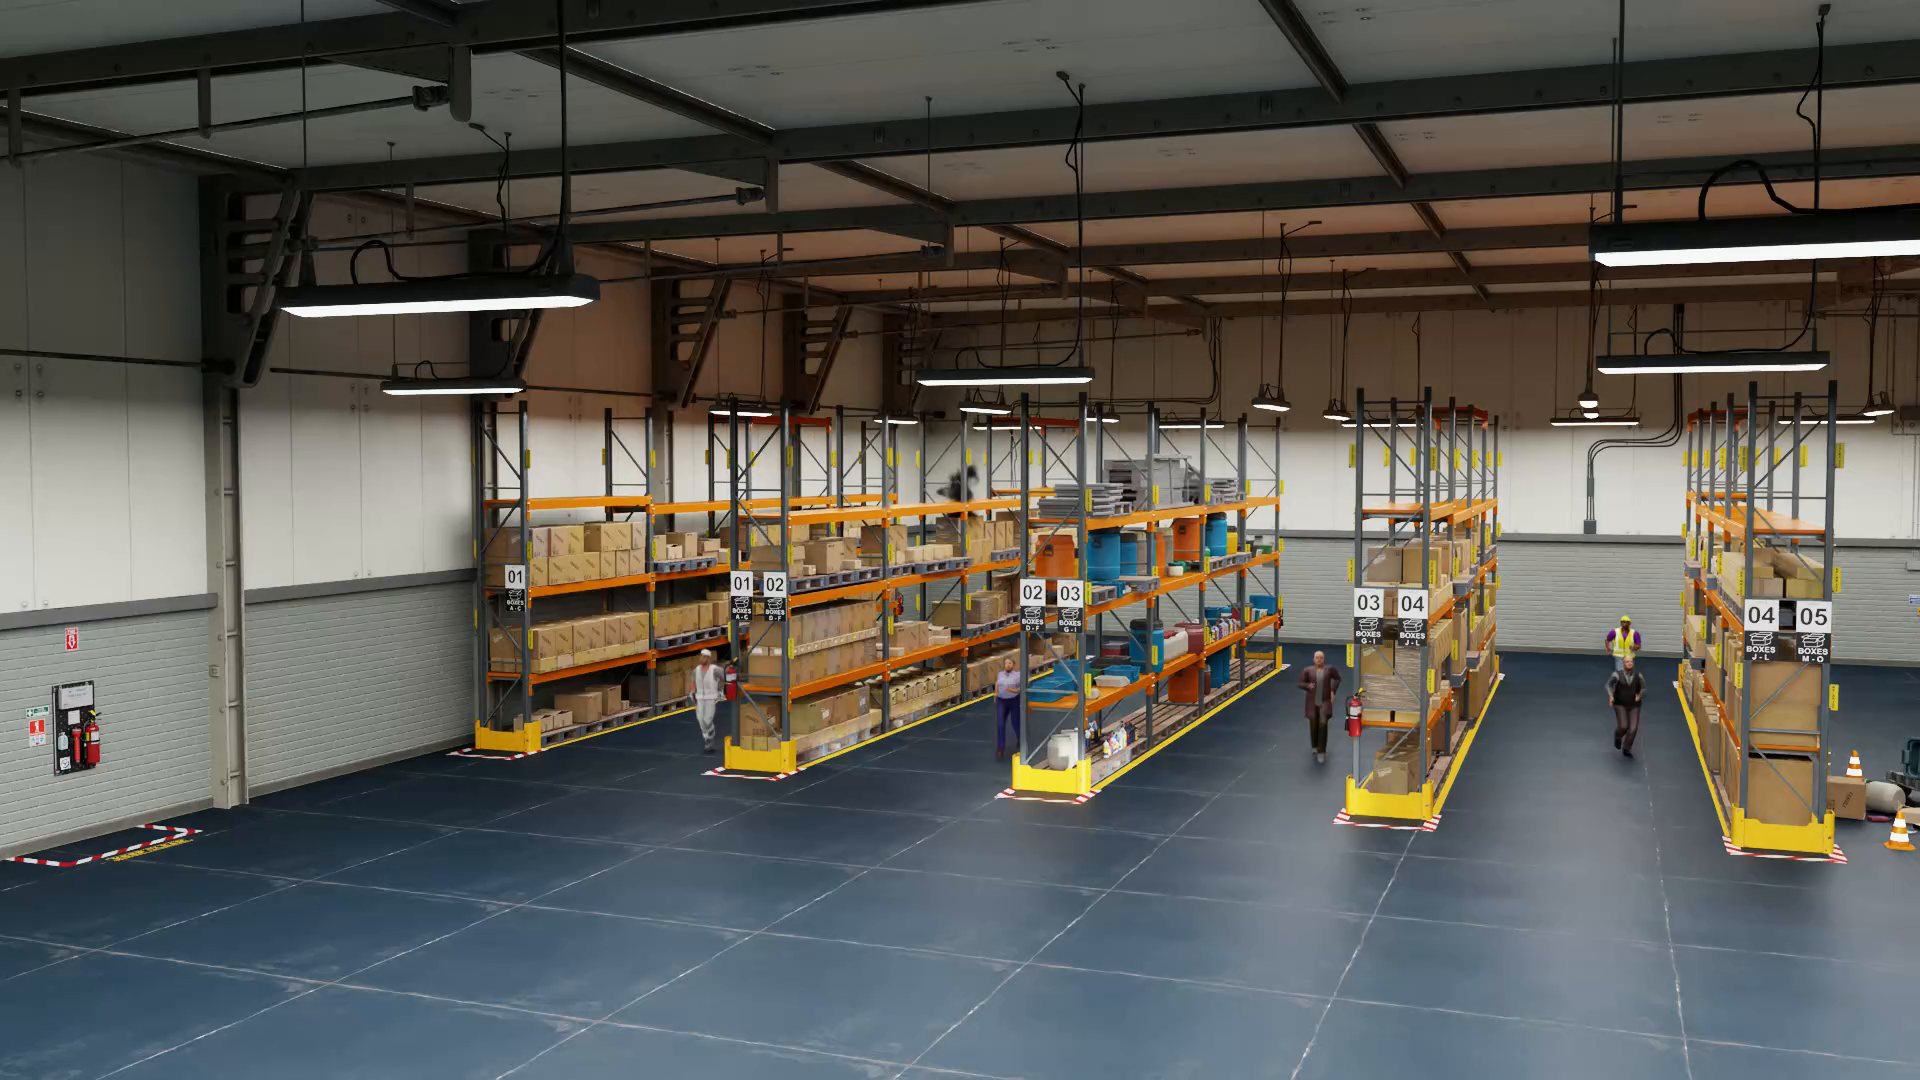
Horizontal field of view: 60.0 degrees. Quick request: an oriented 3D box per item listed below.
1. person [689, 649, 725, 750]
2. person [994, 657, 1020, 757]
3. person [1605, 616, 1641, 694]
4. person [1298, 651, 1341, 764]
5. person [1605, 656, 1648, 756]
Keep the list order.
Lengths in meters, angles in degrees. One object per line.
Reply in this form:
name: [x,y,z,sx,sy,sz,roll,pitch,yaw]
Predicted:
person: [-4.334,2.741,28.400,0.673,1.739,0.585,1,3,16]
person: [0.835,2.794,28.098,0.605,1.635,0.943,1,3,17]
person: [13.816,2.440,34.606,0.683,1.726,0.633,1,3,15]
person: [5.978,2.762,27.701,0.699,1.836,0.811,1,3,15]
person: [11.225,2.802,27.959,0.652,1.678,0.569,0,3,10]
